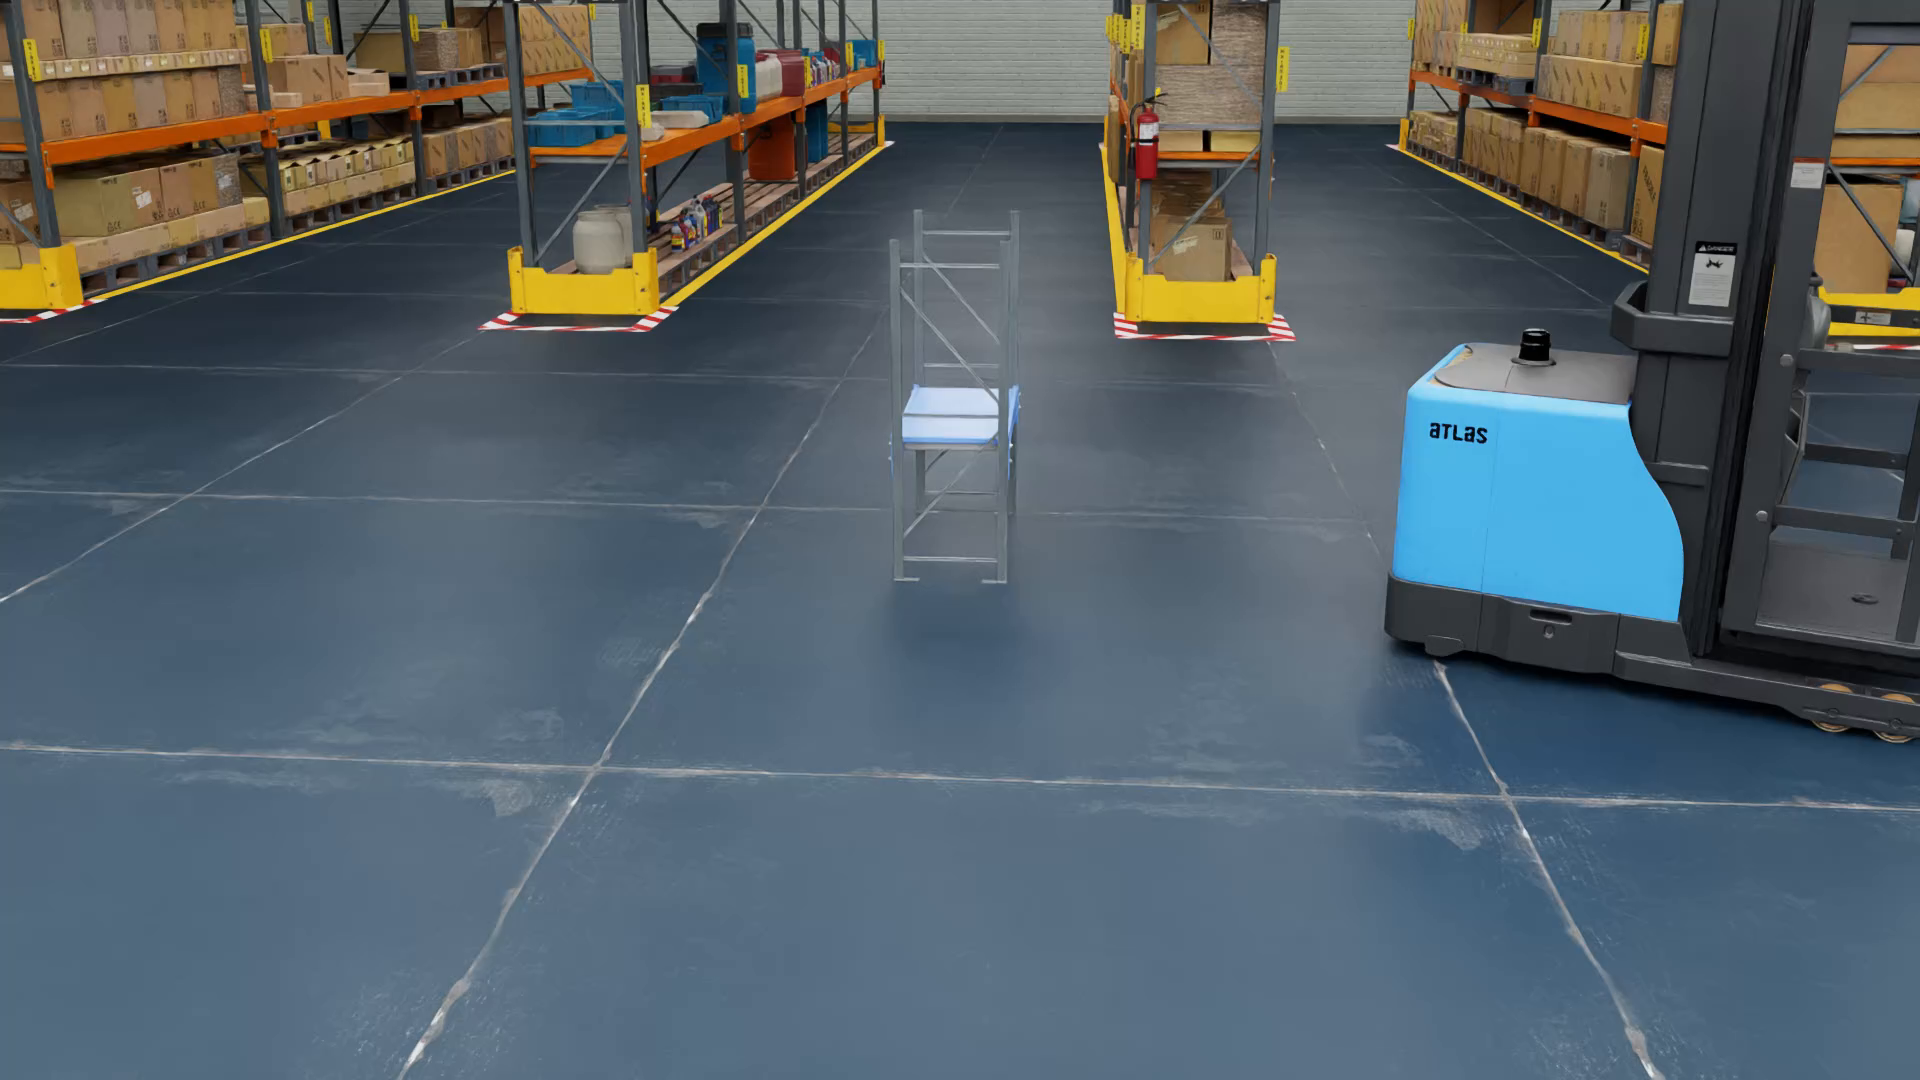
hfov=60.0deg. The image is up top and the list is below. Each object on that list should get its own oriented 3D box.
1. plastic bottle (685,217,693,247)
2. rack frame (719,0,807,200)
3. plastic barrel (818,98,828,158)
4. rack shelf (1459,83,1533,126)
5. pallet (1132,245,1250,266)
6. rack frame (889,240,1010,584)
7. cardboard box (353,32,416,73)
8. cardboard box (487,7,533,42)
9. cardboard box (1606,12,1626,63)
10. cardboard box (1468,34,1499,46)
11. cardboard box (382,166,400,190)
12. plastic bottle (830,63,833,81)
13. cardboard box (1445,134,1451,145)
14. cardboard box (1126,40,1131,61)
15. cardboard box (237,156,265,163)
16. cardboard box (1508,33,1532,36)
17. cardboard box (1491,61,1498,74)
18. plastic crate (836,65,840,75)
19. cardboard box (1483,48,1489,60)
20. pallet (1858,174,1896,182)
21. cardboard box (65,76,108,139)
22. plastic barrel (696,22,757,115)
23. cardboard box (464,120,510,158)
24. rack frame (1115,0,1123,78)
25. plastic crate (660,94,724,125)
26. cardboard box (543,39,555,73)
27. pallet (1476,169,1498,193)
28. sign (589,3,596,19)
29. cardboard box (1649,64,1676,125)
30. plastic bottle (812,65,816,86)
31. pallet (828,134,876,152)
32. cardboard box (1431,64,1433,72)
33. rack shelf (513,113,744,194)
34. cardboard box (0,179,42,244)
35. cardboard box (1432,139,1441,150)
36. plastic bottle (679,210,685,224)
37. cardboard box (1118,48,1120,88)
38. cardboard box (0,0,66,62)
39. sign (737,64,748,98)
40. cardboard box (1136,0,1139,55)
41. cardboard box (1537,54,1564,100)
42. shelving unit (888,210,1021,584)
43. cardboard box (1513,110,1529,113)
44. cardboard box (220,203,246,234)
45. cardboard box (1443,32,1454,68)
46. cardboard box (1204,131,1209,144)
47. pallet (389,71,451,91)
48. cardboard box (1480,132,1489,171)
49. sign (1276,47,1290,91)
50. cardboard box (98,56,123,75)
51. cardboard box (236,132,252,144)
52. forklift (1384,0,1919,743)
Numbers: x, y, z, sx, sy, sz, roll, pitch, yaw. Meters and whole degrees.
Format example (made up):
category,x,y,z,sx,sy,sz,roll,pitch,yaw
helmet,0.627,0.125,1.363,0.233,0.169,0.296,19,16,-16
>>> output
category,x,y,z,sx,sy,sz,roll,pitch,yaw
plastic bottle,-2.563,-2.899,15.628,0.097,0.271,0.097,0,18,0
rack frame,-2.462,-5.777,20.738,1.000,3.000,0.127,1,18,4
plastic barrel,-2.231,-6.054,24.276,0.600,0.901,0.708,1,18,4
rack shelf,7.562,-5.804,21.974,1.077,0.370,4.000,1,18,4
pallet,2.094,-2.510,15.245,1.003,0.211,1.213,1,18,4
rack frame,-0.043,-0.528,7.127,0.500,1.500,0.032,1,18,4
cardboard box,-7.469,-6.334,21.602,0.700,0.500,0.500,-5,19,-15
cardboard box,-6.801,-7.794,25.126,0.500,0.500,0.500,2,18,5
cardboard box,7.233,-5.276,17.441,0.700,0.500,0.500,1,18,4
cardboard box,7.183,-6.852,22.789,0.380,0.149,0.250,1,18,4
cardboard box,-7.230,-4.453,20.437,0.500,0.250,0.500,1,18,3
plastic bottle,-1.907,-6.718,23.806,0.152,0.276,0.135,1,18,4
cardboard box,7.418,-5.942,24.668,0.380,0.149,0.250,0,18,1
cardboard box,2.224,-5.214,18.177,0.797,0.503,0.637,3,18,10
cardboard box,-7.915,-4.100,18.460,0.500,0.311,0.500,2,18,5
cardboard box,7.871,-7.001,23.245,0.380,0.149,0.250,2,18,6
cardboard box,7.072,-6.086,21.409,0.380,0.149,0.250,0,18,1
plastic crate,-1.999,-7.064,24.992,0.396,0.136,0.243,1,18,4
cardboard box,7.108,-6.391,21.861,0.380,0.149,0.250,1,18,3
pallet,12.585,-4.742,22.055,1.003,0.211,1.213,1,18,4
cardboard box,-7.896,-3.760,14.420,0.700,0.500,0.500,2,18,5
plastic barrel,-2.419,-4.887,17.214,0.600,0.901,0.708,1,18,4
cardboard box,-6.909,-5.840,24.235,0.500,0.500,0.500,1,18,4
rack frame,2.765,-6.909,24.191,1.000,3.000,0.127,1,18,4
plastic crate,-2.557,-4.115,15.902,0.499,0.251,0.616,1,18,4
cardboard box,-6.735,-7.646,26.278,0.500,0.500,0.500,1,18,4
pallet,7.566,-4.820,22.294,1.003,0.211,1.213,1,18,4
sign,-6.276,-9.056,28.375,0.100,0.325,0.005,1,18,4
cardboard box,7.117,-4.239,15.801,0.875,0.550,0.550,1,18,4
plastic bottle,-1.990,-6.238,22.348,0.097,0.271,0.097,0,18,0
pallet,-1.986,-6.682,27.975,1.003,0.211,1.213,1,18,4
cardboard box,7.666,-7.467,26.298,0.380,0.149,0.250,1,18,3
rack shelf,-2.892,-3.572,15.163,1.077,0.370,4.000,1,18,4
cardboard box,-8.234,-2.827,14.270,0.500,0.500,0.500,1,18,4
cardboard box,7.468,-6.063,25.512,0.380,0.149,0.250,1,18,4
plastic bottle,-2.666,-3.039,16.035,0.061,0.283,0.133,1,18,4
cardboard box,2.342,-6.189,21.834,0.500,0.500,0.500,1,18,2
cardboard box,-7.926,-4.230,13.770,0.700,0.500,0.500,1,18,4
sign,-2.200,-4.651,16.855,0.100,0.325,0.005,1,18,4
cardboard box,1.810,-4.488,14.559,0.500,0.500,0.500,1,18,4
cardboard box,7.117,-5.439,19.544,0.500,0.500,0.500,1,18,5
shelving unit,-0.006,-0.686,7.609,0.538,1.500,1.048,1,18,4
cardboard box,7.854,-5.739,22.755,0.500,0.250,0.500,2,18,7
cardboard box,-7.550,-3.236,16.722,0.500,0.250,0.500,1,18,4
cardboard box,7.497,-7.274,24.666,0.500,0.500,0.500,1,18,2
cardboard box,2.230,-3.379,13.820,0.380,0.149,0.250,1,18,4
pallet,-7.423,-6.010,21.756,1.213,0.211,1.003,1,18,4
cardboard box,7.327,-5.228,22.400,0.500,0.500,0.500,2,18,5
sign,2.446,-3.582,12.646,0.100,0.325,0.005,1,18,4
cardboard box,-7.660,-4.198,14.715,0.380,0.149,0.250,1,18,2
cardboard box,-11.861,-6.639,26.705,0.700,0.500,0.500,1,18,3
forklift,3.231,-0.877,5.893,3.031,2.935,1.130,9,20,26
